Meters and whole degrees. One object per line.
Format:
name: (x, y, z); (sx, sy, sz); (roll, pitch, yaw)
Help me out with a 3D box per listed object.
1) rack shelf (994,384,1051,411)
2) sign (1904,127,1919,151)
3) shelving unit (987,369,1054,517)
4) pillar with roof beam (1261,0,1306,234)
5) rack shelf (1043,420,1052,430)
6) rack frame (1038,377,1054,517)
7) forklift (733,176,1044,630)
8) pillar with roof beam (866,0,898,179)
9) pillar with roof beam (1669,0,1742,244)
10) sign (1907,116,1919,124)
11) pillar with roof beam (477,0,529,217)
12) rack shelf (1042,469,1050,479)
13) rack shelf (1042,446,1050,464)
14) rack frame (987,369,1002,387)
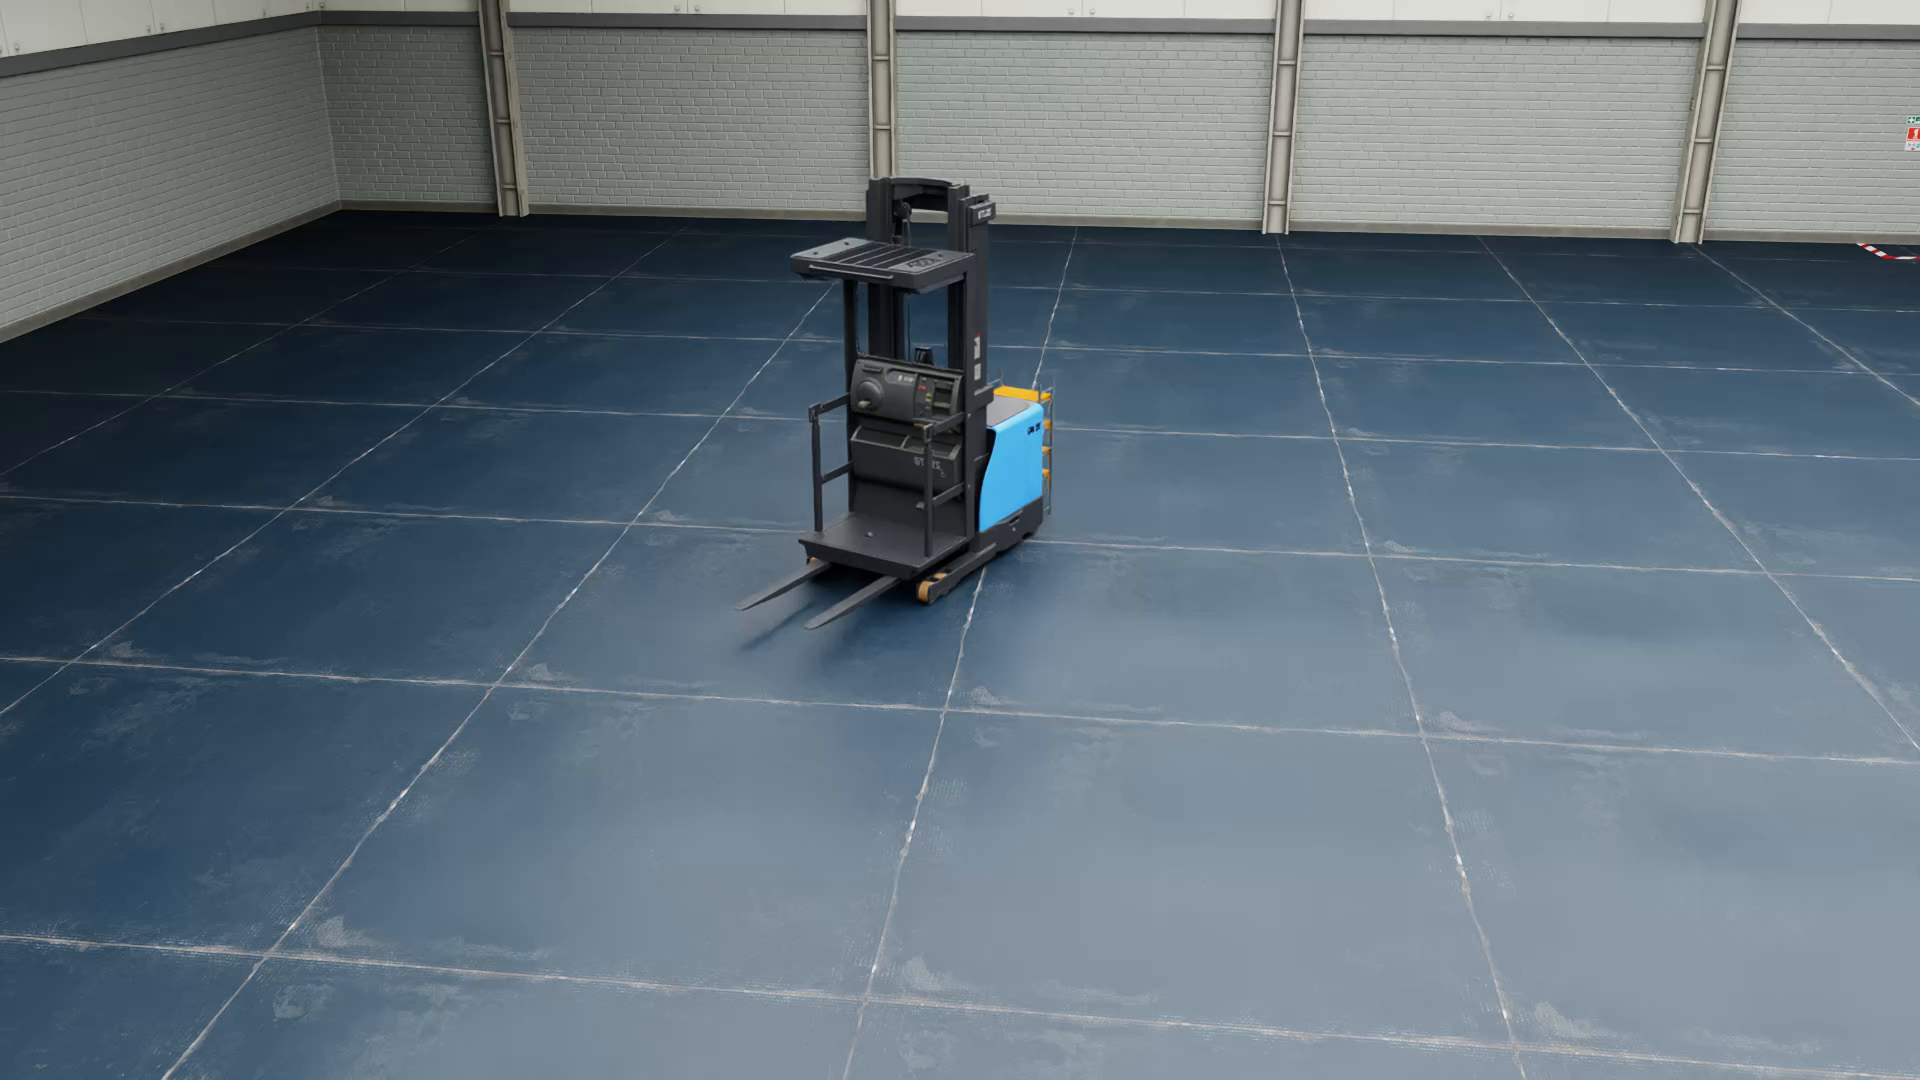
rack shelf: (0.490, -1.140, 13.623); (0.480, 0.148, 0.258); (13, 25, 29)
sign: (13.717, -5.761, 23.883); (0.234, 0.329, 0.001); (2, 22, 6)
shelving unit: (0.490, -0.775, 13.767); (0.503, 1.200, 0.258); (13, 25, 29)
pillar with roof beam: (4.281, -7.299, 19.663); (0.400, 9.000, 9.100); (2, 22, 6)
rack shelf: (0.490, -0.920, 13.710); (0.480, 0.148, 0.258); (13, 25, 29)
rack frame: (0.699, -0.728, 13.649); (0.015, 1.200, 0.240); (13, 25, 29)
forklift: (-0.514, -1.089, 12.207); (1.130, 2.935, 3.031); (13, 25, 29)
pillar with roof beam: (-1.678, -7.559, 20.320); (0.400, 9.000, 9.100); (2, 22, 6)
pillar with roof beam: (10.239, -7.040, 19.007); (0.400, 9.000, 9.100); (2, 22, 6)
sign: (13.721, -6.004, 23.777); (0.331, 0.109, 0.001); (2, 22, 6)
pillar with roof beam: (-7.636, -7.819, 20.976); (0.400, 9.000, 9.100); (2, 22, 6)
rack shelf: (0.490, -0.527, 13.865); (0.480, 0.148, 0.258); (13, 25, 29)
rack shelf: (0.490, -0.712, 13.792); (0.480, 0.148, 0.258); (13, 25, 29)
rack frame: (0.281, -0.821, 13.885); (0.015, 1.200, 0.240); (13, 25, 29)
